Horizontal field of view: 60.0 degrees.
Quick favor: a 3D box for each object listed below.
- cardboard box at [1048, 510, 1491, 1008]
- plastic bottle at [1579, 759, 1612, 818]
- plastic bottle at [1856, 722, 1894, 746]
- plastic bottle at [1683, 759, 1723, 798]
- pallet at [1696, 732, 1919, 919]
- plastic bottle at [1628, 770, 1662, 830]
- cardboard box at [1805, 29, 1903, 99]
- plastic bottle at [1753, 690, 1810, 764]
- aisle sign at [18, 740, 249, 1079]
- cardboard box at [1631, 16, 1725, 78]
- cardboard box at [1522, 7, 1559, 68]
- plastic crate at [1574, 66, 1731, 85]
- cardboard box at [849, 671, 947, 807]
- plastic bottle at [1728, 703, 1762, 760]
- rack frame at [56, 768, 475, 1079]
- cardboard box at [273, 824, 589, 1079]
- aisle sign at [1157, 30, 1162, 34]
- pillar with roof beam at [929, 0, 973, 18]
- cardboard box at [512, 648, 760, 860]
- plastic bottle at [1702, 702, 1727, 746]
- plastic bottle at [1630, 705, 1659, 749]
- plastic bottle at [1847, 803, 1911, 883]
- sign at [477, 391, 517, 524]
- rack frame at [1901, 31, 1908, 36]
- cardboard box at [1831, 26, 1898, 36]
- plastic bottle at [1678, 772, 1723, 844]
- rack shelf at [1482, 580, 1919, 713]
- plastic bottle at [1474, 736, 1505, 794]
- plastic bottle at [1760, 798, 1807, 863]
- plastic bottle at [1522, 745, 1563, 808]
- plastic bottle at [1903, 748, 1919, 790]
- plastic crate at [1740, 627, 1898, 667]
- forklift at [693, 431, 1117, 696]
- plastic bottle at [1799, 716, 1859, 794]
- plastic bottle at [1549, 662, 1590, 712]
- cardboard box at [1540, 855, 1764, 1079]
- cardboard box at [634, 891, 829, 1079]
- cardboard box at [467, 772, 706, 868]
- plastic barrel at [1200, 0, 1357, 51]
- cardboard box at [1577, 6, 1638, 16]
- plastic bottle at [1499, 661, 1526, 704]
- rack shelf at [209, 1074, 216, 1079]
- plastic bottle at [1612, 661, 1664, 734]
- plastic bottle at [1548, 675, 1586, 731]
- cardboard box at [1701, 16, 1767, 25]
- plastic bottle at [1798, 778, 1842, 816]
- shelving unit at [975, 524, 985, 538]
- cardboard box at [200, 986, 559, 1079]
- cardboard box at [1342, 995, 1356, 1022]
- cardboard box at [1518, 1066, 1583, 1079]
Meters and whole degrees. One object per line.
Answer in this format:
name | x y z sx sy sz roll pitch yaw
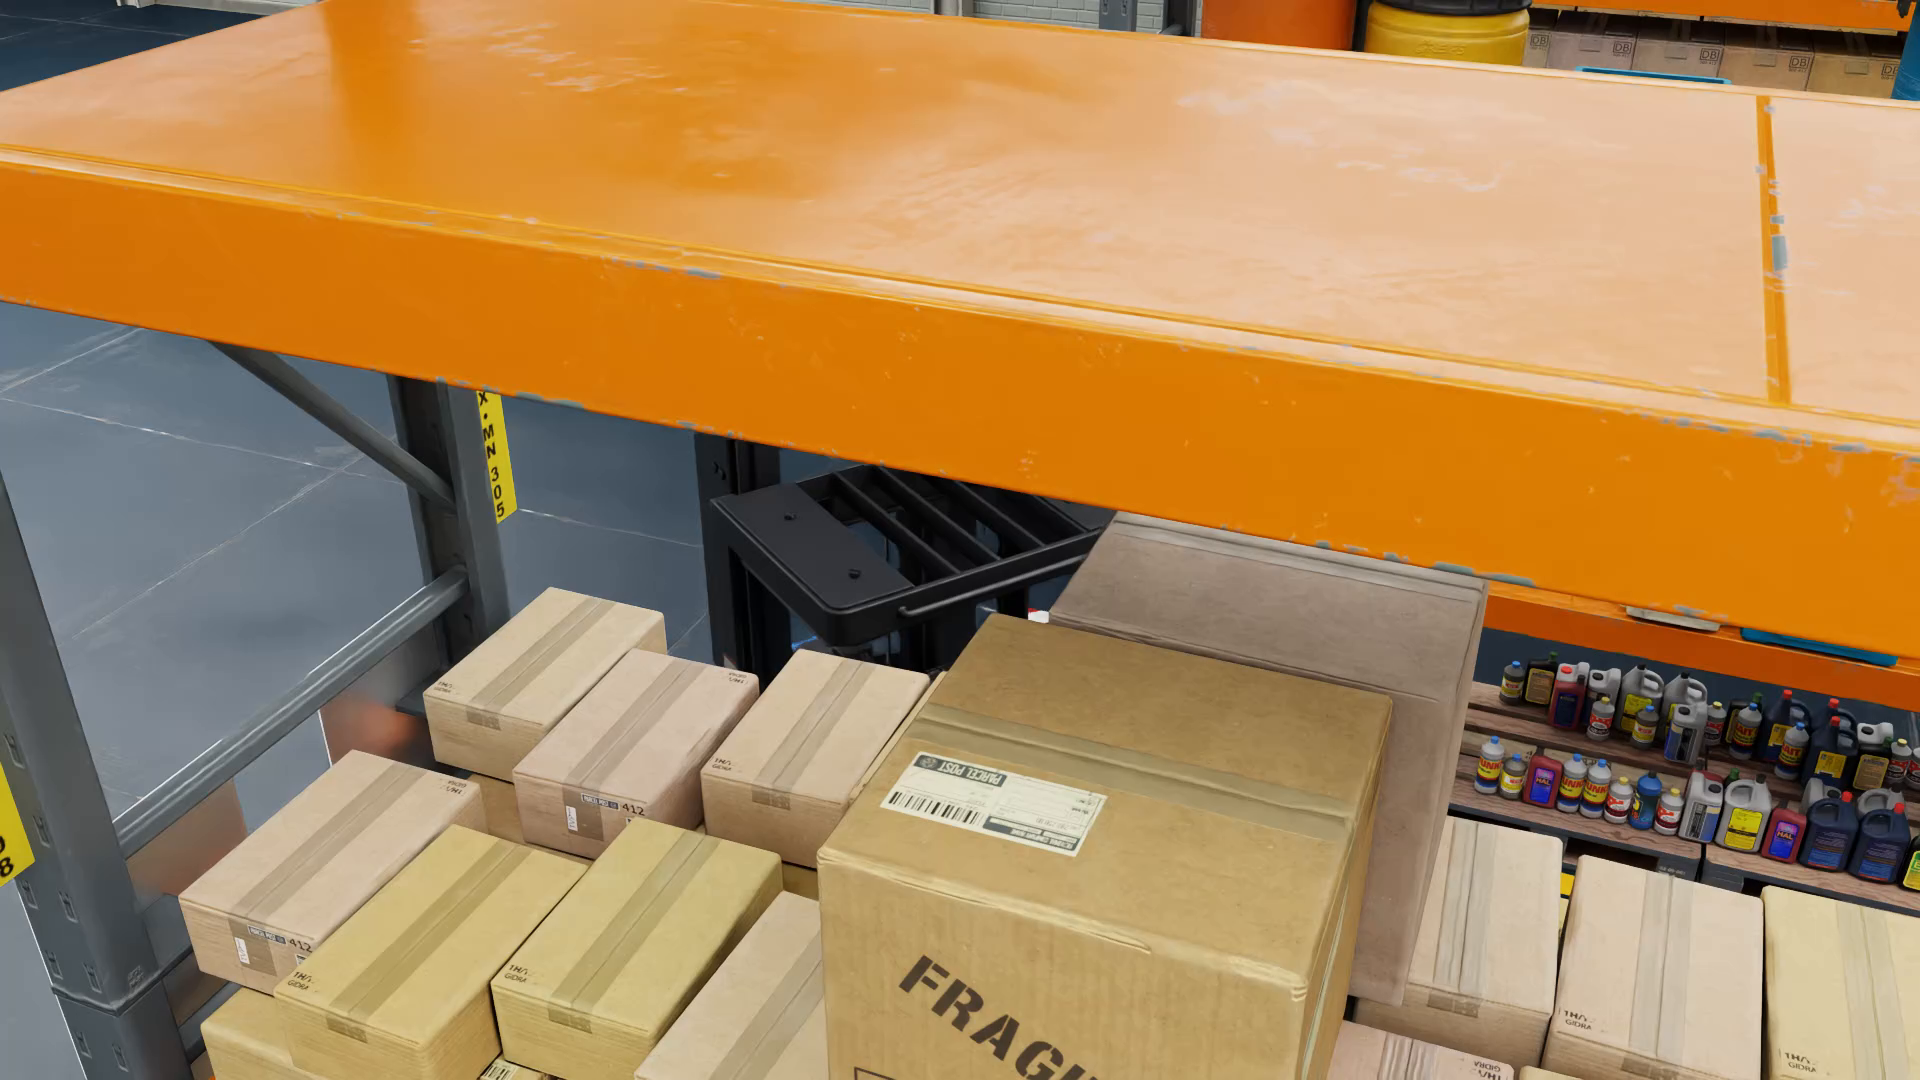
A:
cardboard box | 0.434 0.237 2.322 0.500 0.500 0.500 11 31 19
plastic bottle | 2.738 1.059 7.153 0.097 0.271 0.097 0 29 0
plastic bottle | 4.031 0.932 7.374 0.135 0.276 0.152 12 32 21
plastic bottle | 3.180 1.071 7.120 0.133 0.283 0.061 11 31 19
pallet | 3.865 1.314 7.210 1.213 0.211 1.003 11 31 19
plastic bottle | 2.926 1.097 7.087 0.097 0.271 0.097 0 29 0
cardboard box | 5.455 -2.795 10.226 0.500 0.500 0.700 11 31 19
plastic bottle | 3.705 0.832 7.475 0.185 0.351 0.144 10 31 17
aisle sign | -1.267 0.756 2.723 0.004 0.787 0.394 11 31 19
cardboard box | 4.529 -2.980 10.554 0.500 0.500 0.700 11 31 19
cardboard box | 3.597 -3.166 10.882 0.500 0.500 0.700 10 31 18
plastic crate | 2.645 -1.580 6.464 0.575 0.384 0.392 11 31 19
cardboard box | 0.011 0.395 2.702 0.250 0.149 0.380 11 31 19
plastic bottle | 3.554 0.856 7.512 0.097 0.271 0.097 0 29 0
rack frame | -1.097 1.762 3.584 0.127 3.000 1.000 11 31 19
cardboard box | -0.725 0.596 2.345 0.250 0.149 0.380 12 32 20
aisle sign | 0.810 -1.777 7.203 0.004 0.787 0.394 11 31 19
pillar with roof beam | -1.715 -7.037 13.055 0.400 9.000 9.100 11 31 19
cardboard box | -0.525 0.359 2.766 0.250 0.149 0.380 10 31 17
plastic bottle | 3.451 0.834 7.623 0.097 0.201 0.097 0 29 0
plastic bottle | 3.134 0.847 7.600 0.097 0.201 0.097 0 29 0
plastic bottle | 3.766 1.218 6.792 0.185 0.351 0.144 10 31 18
sign | -0.870 -0.179 3.069 0.005 0.325 0.100 11 31 19
rack frame | 8.196 -4.274 14.262 0.127 3.000 1.000 11 31 19
cardboard box | 7.642 -4.490 14.015 0.500 0.500 0.500 11 31 19
plastic bottle | 3.140 1.123 7.036 0.135 0.276 0.152 12 32 20
rack shelf | 2.618 0.187 7.102 4.000 0.370 1.077 11 31 19
plastic bottle | 2.328 0.977 7.298 0.097 0.271 0.097 0 29 0
plastic bottle | 3.422 1.200 6.891 0.133 0.283 0.061 13 32 22
plastic bottle | 2.531 1.022 7.206 0.133 0.283 0.061 12 32 20
plastic bottle | 4.247 0.993 7.342 0.097 0.201 0.097 0 29 0
plastic crate | 3.344 0.227 6.450 0.616 0.251 0.499 11 31 19
forklift | -0.115 0.759 5.429 1.130 2.935 3.031 -17 34 -28
plastic bottle | 3.825 0.933 7.297 0.185 0.351 0.144 11 31 19
plastic bottle | 2.855 0.697 7.790 0.135 0.276 0.152 12 31 19
cardboard box | 0.950 0.631 2.284 0.250 0.149 0.380 12 32 20
cardboard box | -0.219 0.670 2.216 0.250 0.149 0.380 13 32 21
cardboard box | -0.555 0.495 2.930 0.500 0.250 0.500 12 32 20
plastic barrel | 1.263 -2.140 6.576 0.708 0.830 0.600 11 31 19
cardboard box | 5.750 -4.864 14.676 0.500 0.500 0.500 10 31 17
plastic bottle | 2.632 0.670 7.913 0.097 0.201 0.097 0 29 0
rack shelf | 0.756 1.139 2.369 4.000 0.370 1.077 11 31 19
plastic bottle | 3.138 0.719 7.675 0.185 0.351 0.144 13 32 21
plastic bottle | 2.815 0.742 7.702 0.133 0.283 0.061 11 31 19
cardboard box | 6.715 -4.678 14.347 0.500 0.500 0.500 10 31 18
plastic bottle | 3.621 1.142 7.001 0.135 0.276 0.152 11 31 19
shelving unit | 0.008 -0.390 9.526 0.210 0.900 0.258 11 31 19
cardboard box | -0.748 0.728 2.517 0.500 0.250 0.500 12 32 21
cardboard box | 0.380 0.684 2.595 0.500 0.250 0.500 12 32 20
cardboard box | 0.760 0.828 1.936 0.250 0.149 0.380 10 31 17
